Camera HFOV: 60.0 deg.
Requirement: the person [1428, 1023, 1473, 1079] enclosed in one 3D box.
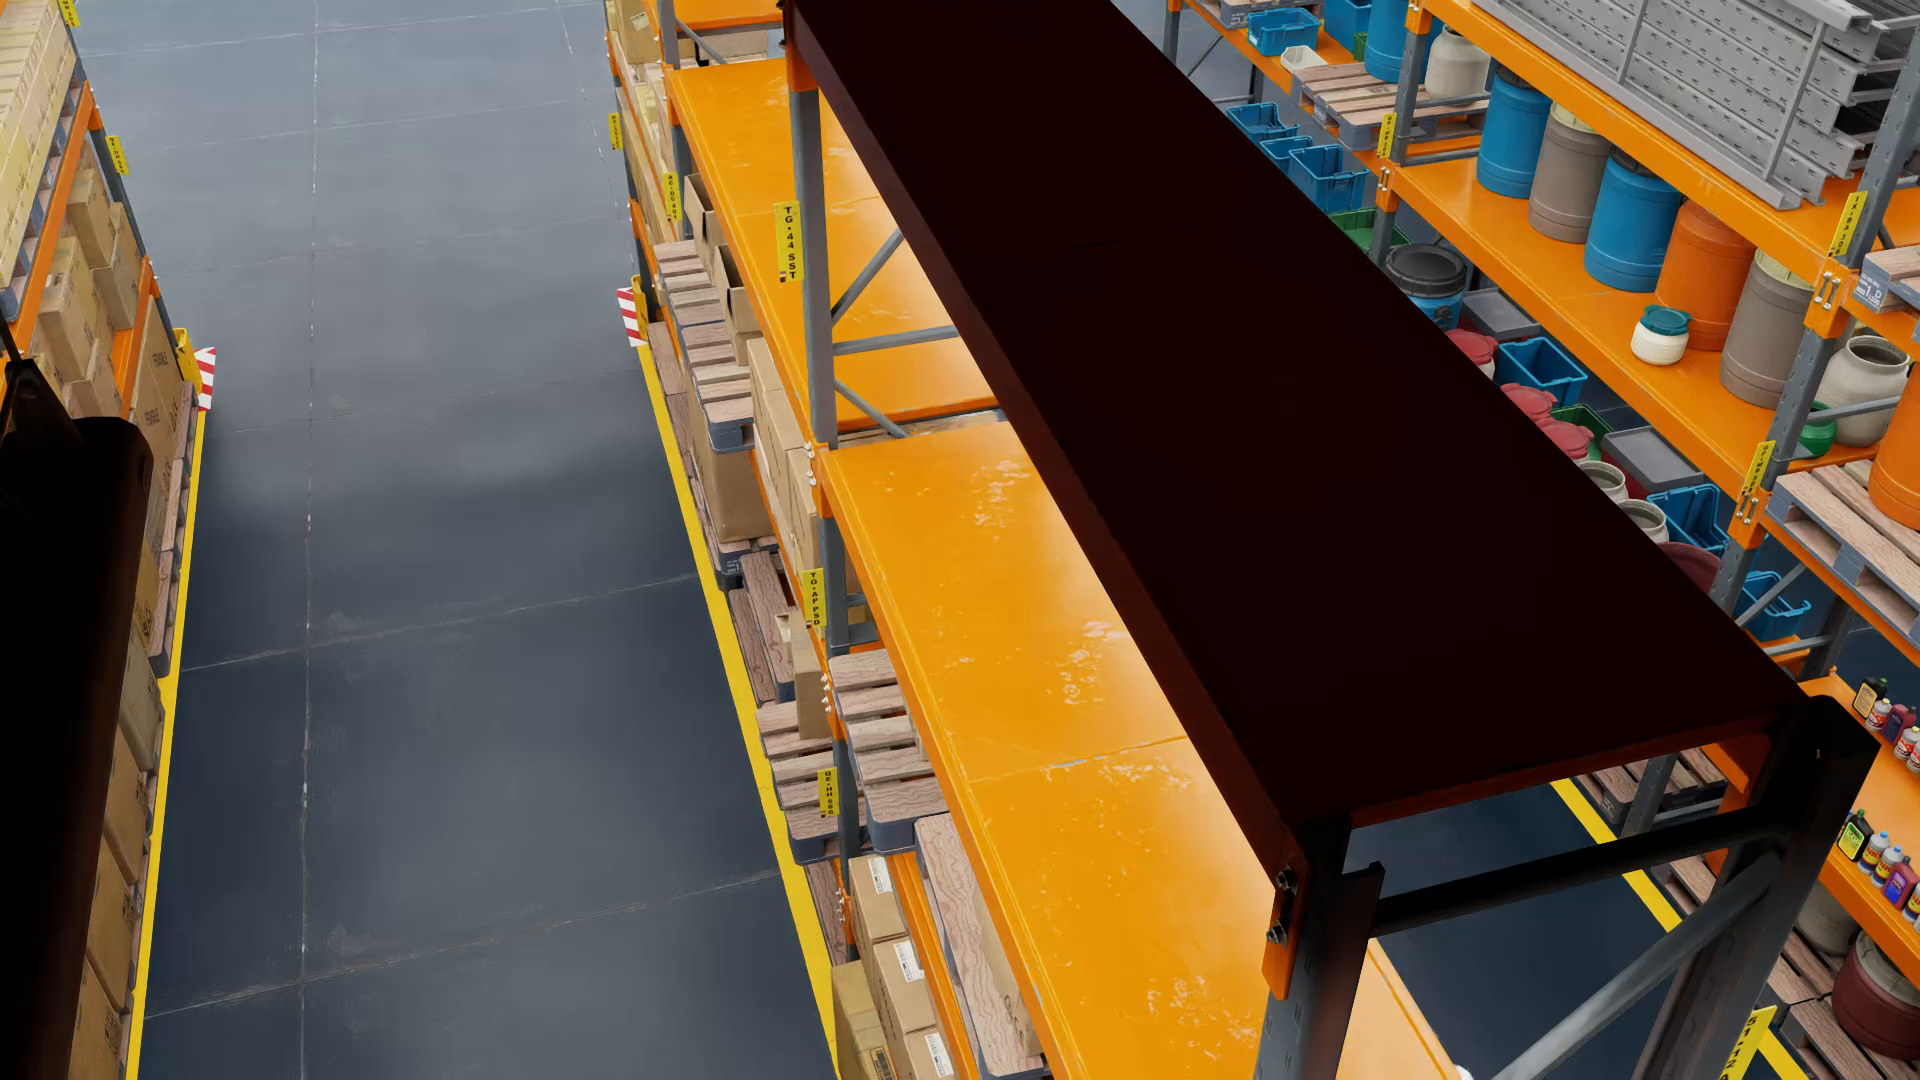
[{"bbox_3d":[2.068,2.911,7.806,0.706,1.674,0.700,-4,39,-5],"label":"person"}]
